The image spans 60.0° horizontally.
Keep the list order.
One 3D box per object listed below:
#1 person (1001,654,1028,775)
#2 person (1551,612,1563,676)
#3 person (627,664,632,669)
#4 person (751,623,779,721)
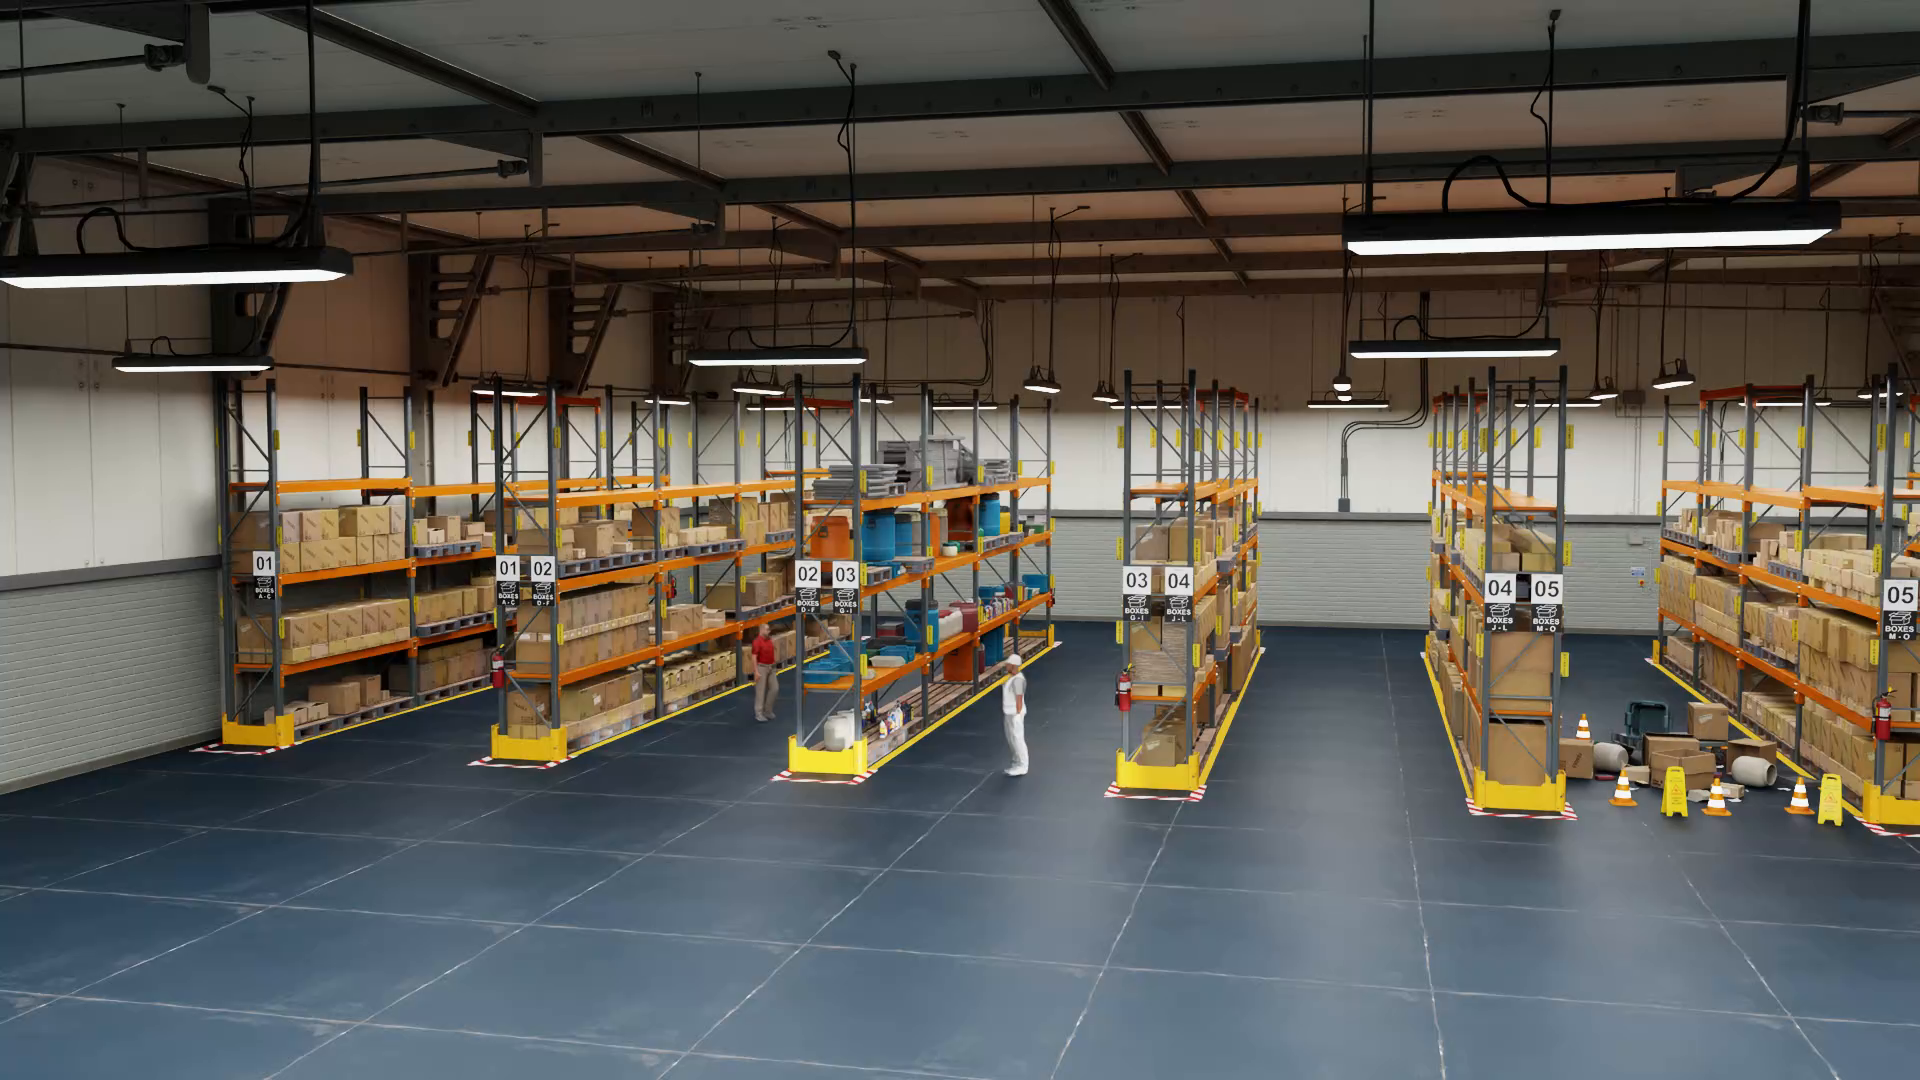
[{"bbox_3d":[0.814,2.620,24.886,0.370,1.820,0.667,-1,3,-11],"label":"person"},{"bbox_3d":[12.629,2.026,35.417,0.453,1.723,0.558,2,4,31],"label":"person"},{"bbox_3d":[-6.748,2.199,32.965,0.520,1.717,0.621,3,4,38],"label":"person"},{"bbox_3d":[-3.537,2.392,29.816,0.369,1.795,0.622,2,4,29],"label":"person"}]
